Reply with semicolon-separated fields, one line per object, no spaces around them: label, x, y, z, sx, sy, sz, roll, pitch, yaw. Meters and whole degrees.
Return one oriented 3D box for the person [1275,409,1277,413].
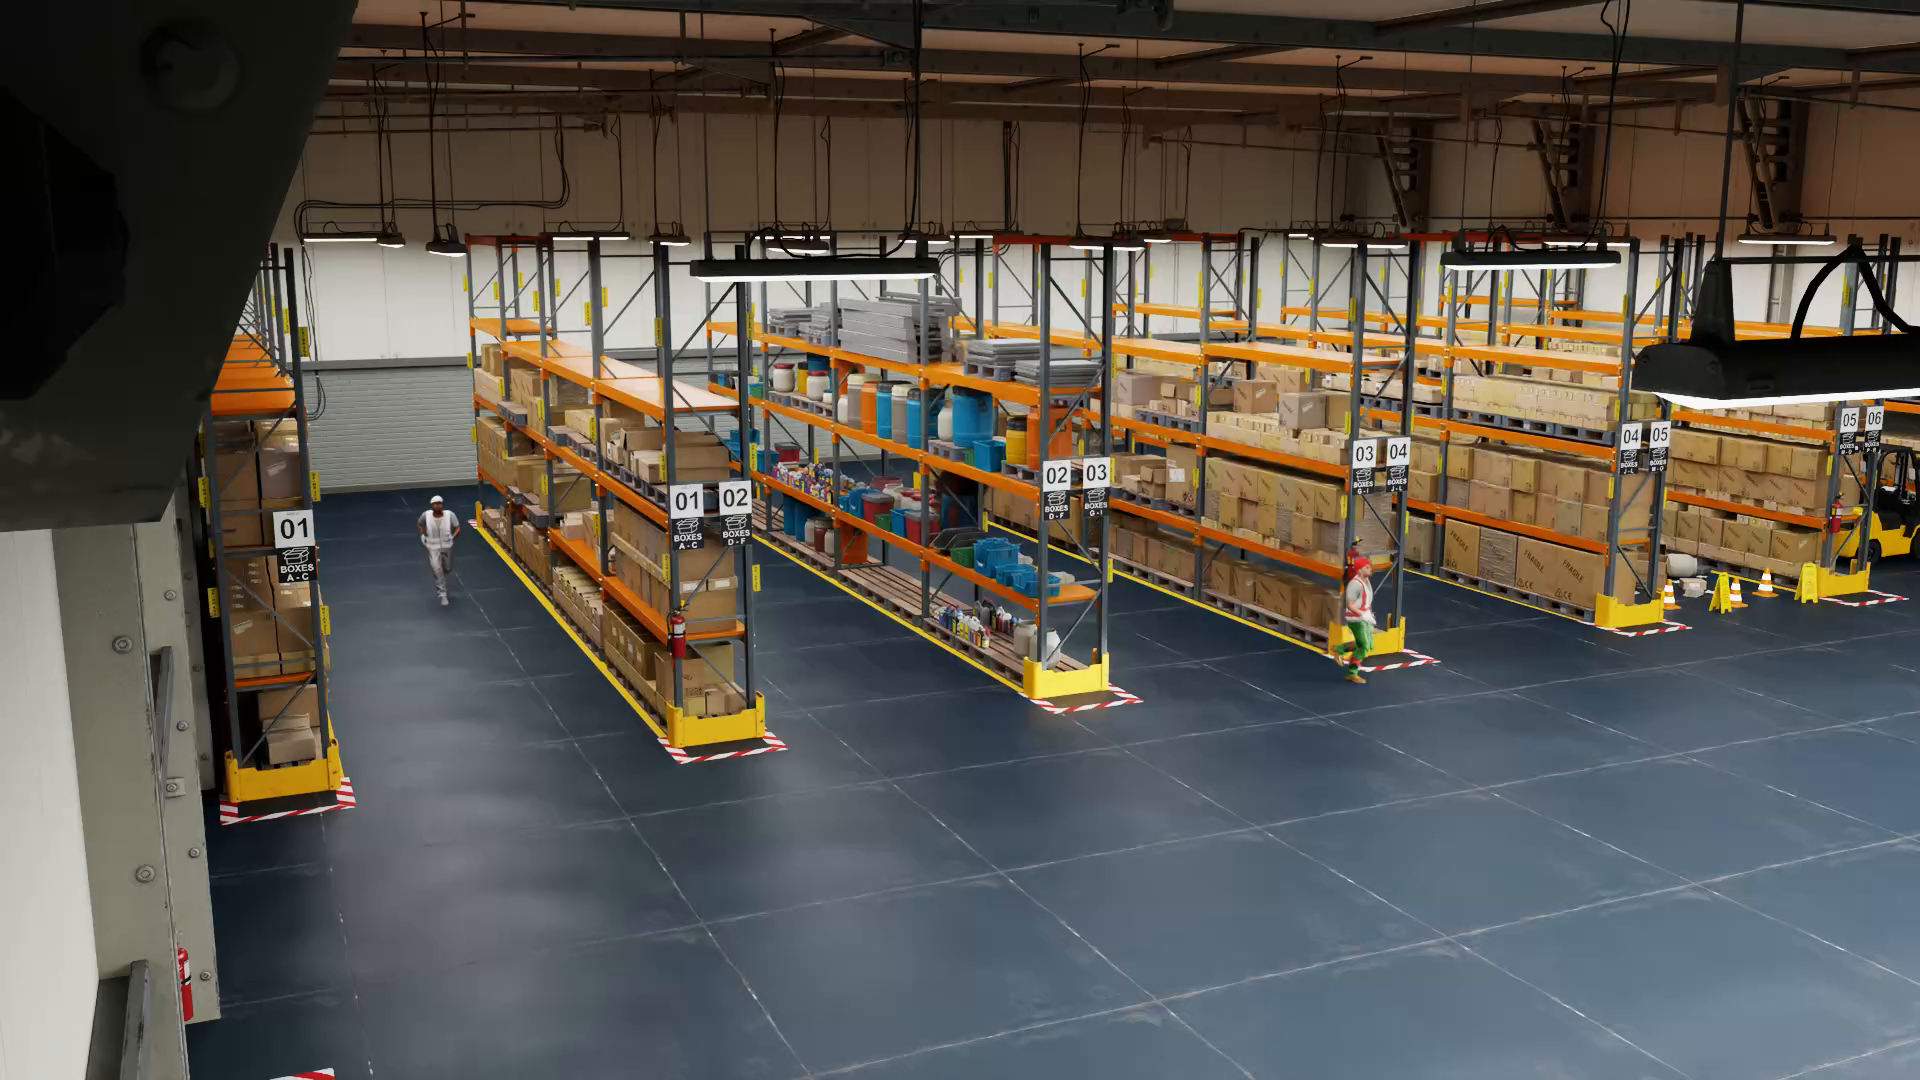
person;8.163;-2.958;43.631;0.778;1.660;0.737;-1;11;-3

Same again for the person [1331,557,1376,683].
person;5.468;1.089;22.987;0.666;1.754;0.687;6;13;29

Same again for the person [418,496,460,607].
person;-8.693;0.133;27.855;0.649;1.791;1.156;-6;12;-27
